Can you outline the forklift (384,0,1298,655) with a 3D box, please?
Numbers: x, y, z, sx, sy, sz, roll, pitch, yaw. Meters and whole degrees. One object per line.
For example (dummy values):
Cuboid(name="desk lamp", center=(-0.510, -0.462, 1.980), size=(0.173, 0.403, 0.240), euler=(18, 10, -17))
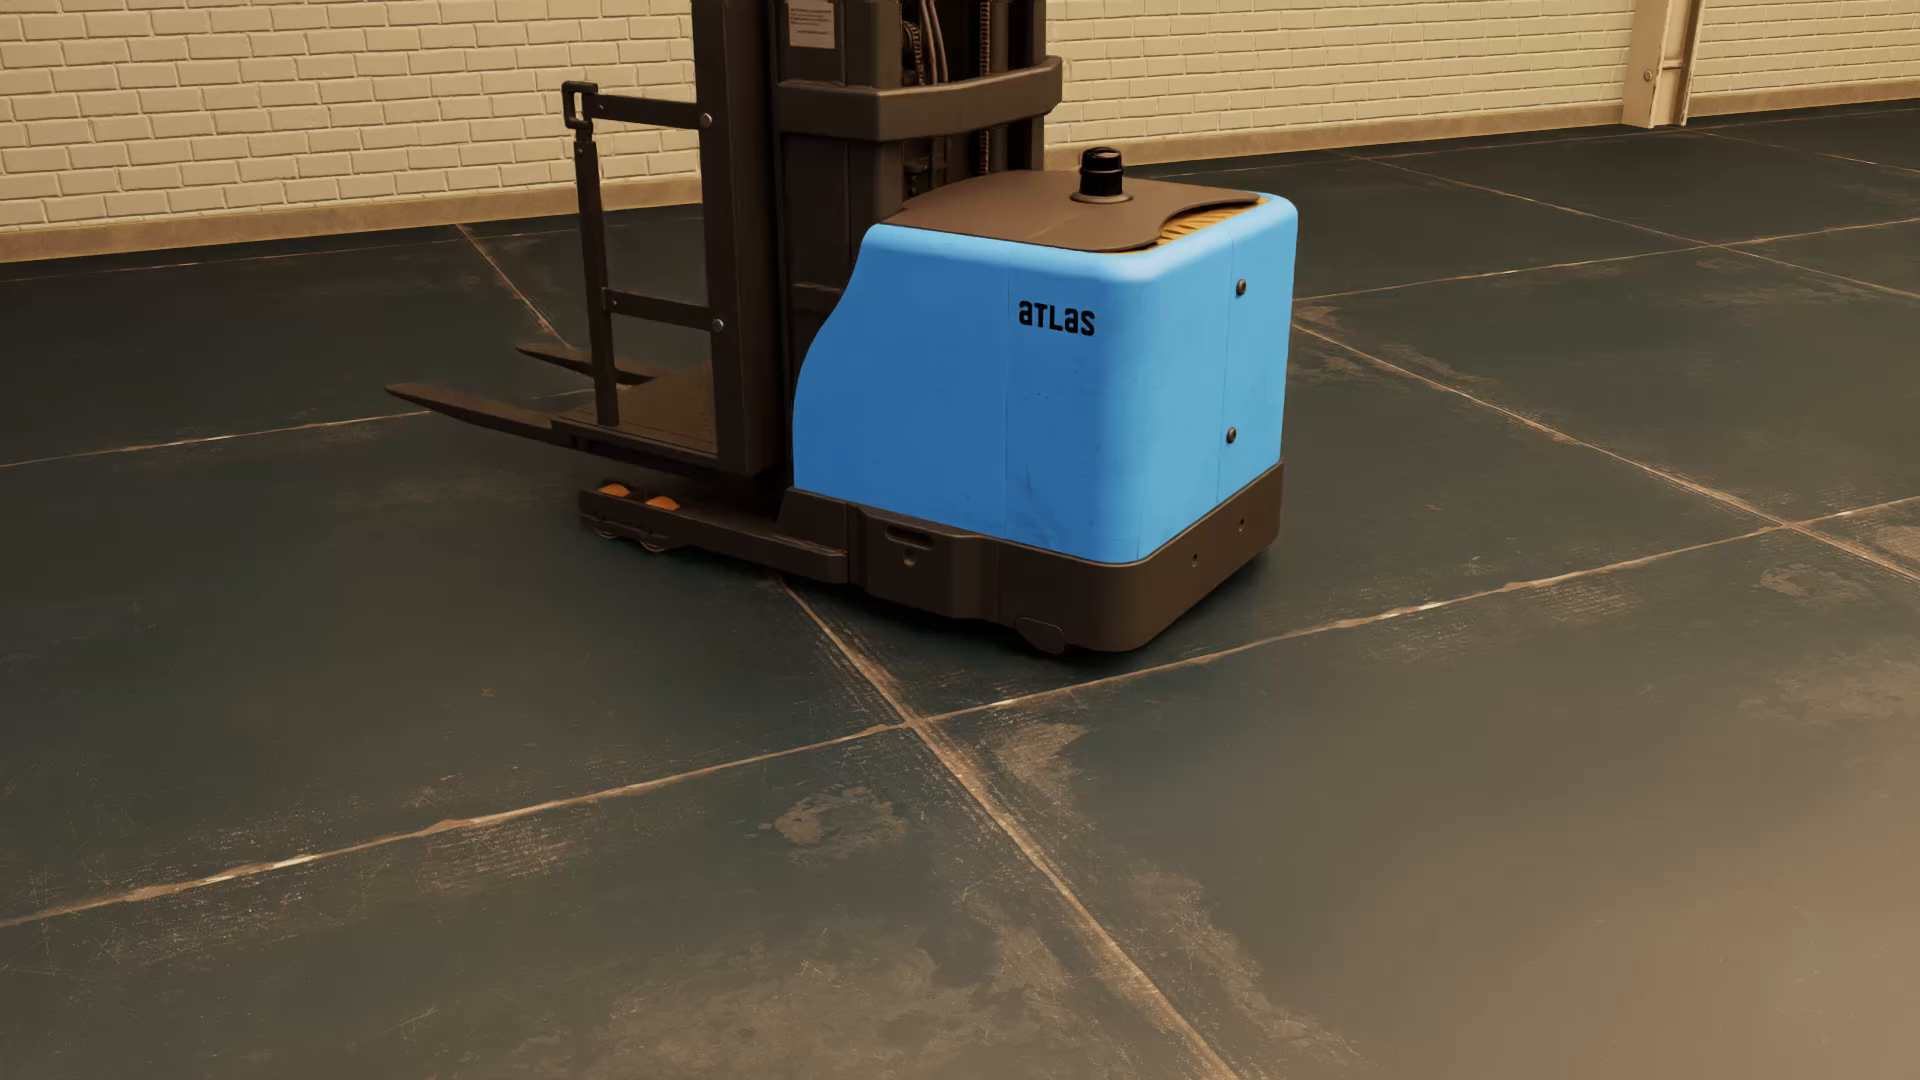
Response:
Cuboid(name="forklift", center=(-0.564, -1.471, 4.826), size=(3.031, 2.935, 1.130), euler=(14, 26, 30))
